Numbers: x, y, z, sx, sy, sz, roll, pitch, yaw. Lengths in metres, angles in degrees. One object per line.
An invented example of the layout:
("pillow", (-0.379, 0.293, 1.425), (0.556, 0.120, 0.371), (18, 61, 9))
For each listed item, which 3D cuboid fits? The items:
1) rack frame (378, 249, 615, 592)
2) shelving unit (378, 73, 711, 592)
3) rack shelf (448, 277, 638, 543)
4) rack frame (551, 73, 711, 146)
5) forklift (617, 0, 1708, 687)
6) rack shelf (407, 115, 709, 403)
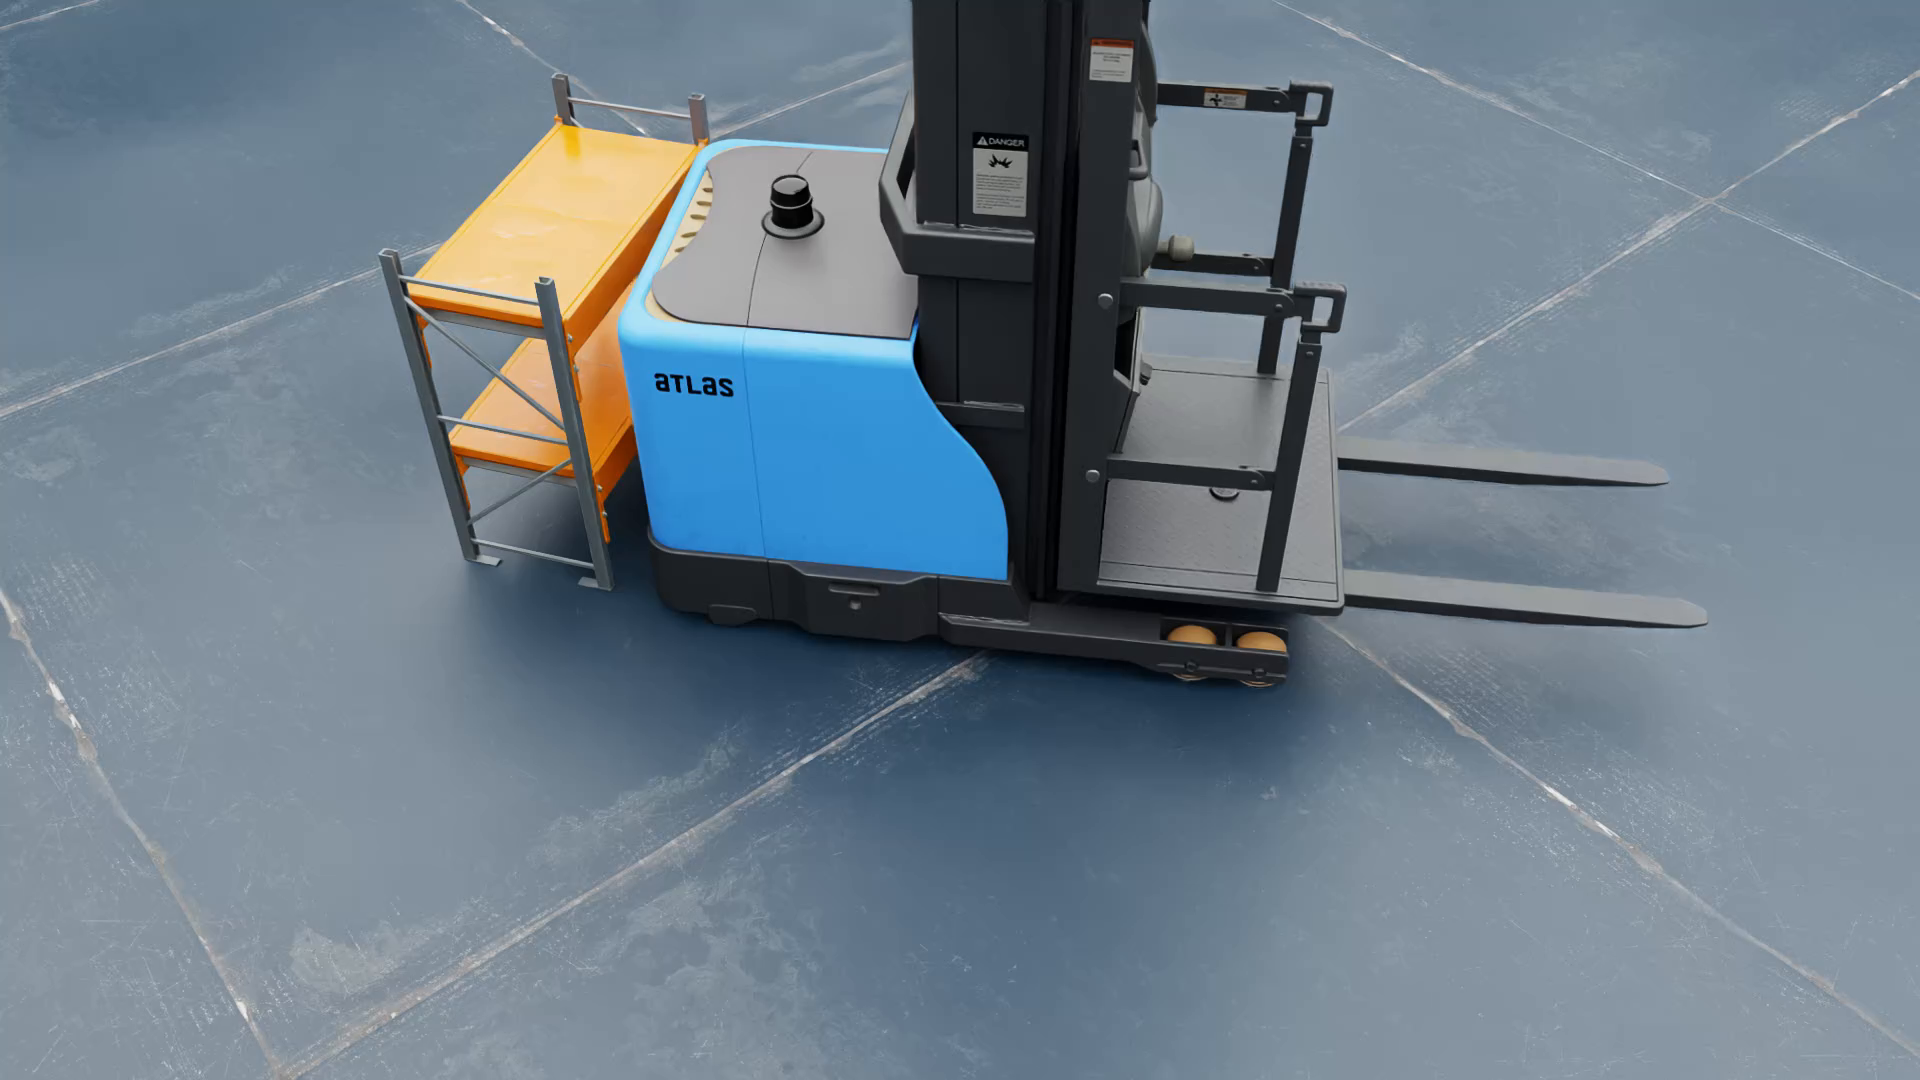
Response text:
("rack frame", (-1.302, -0.310, 4.759), (0.500, 1.125, 0.032), (11, 44, 12))
("shelving unit", (-1.160, -0.644, 5.114), (0.538, 1.125, 1.048), (11, 44, 12))
("rack shelf", (-1.160, -0.466, 5.282), (0.538, 0.278, 1.000), (11, 44, 12))
("rack frame", (-1.017, -0.978, 5.470), (0.500, 1.125, 0.032), (11, 44, 12))
("forklift", (0.647, -1.033, 4.209), (3.031, 2.935, 1.130), (5, 43, 6))
("rack shelf", (-1.160, -0.858, 4.914), (0.538, 0.278, 1.000), (11, 44, 12))
